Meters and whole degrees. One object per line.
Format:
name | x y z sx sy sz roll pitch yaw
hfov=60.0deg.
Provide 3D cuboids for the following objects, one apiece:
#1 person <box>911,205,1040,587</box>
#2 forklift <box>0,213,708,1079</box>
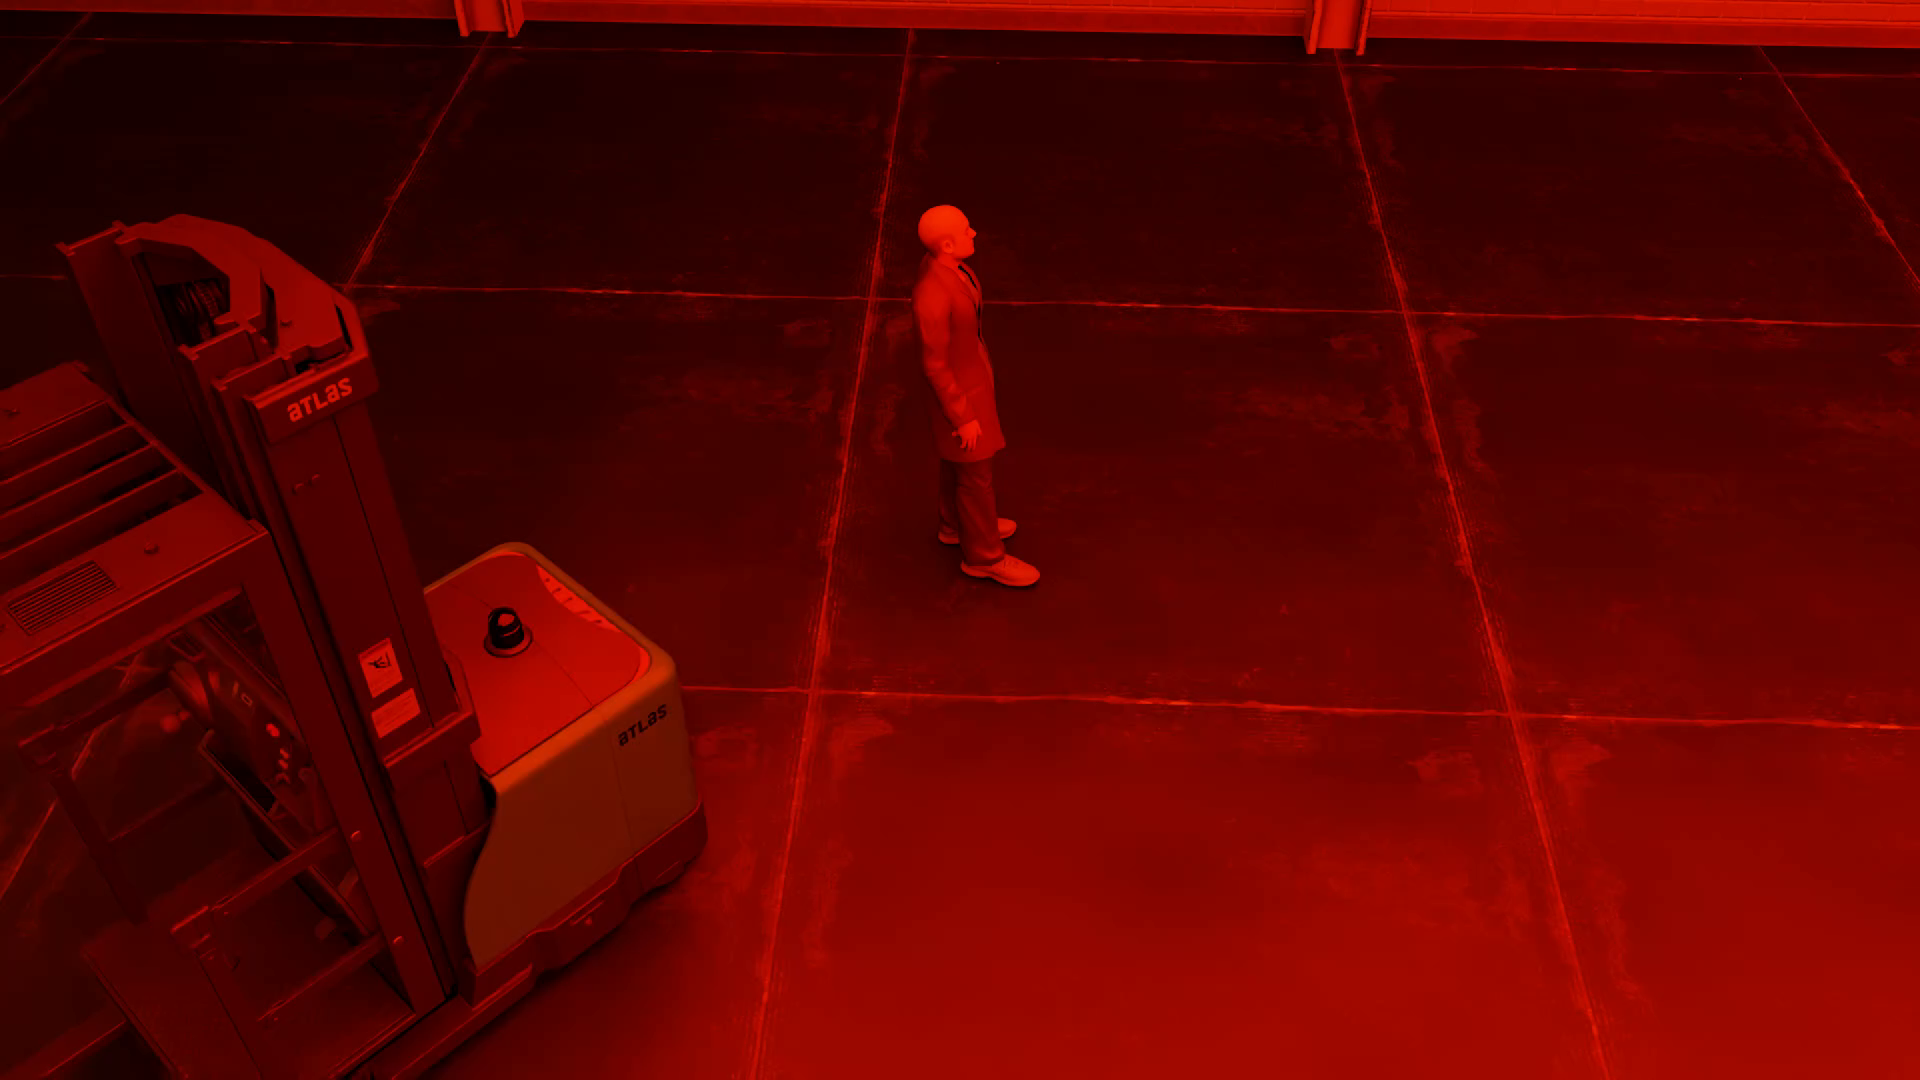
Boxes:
person | 0.092 -0.657 7.306 0.579 1.778 0.696 2 42 2
forklift | -2.370 0.634 5.048 1.130 2.935 3.031 33 52 31
